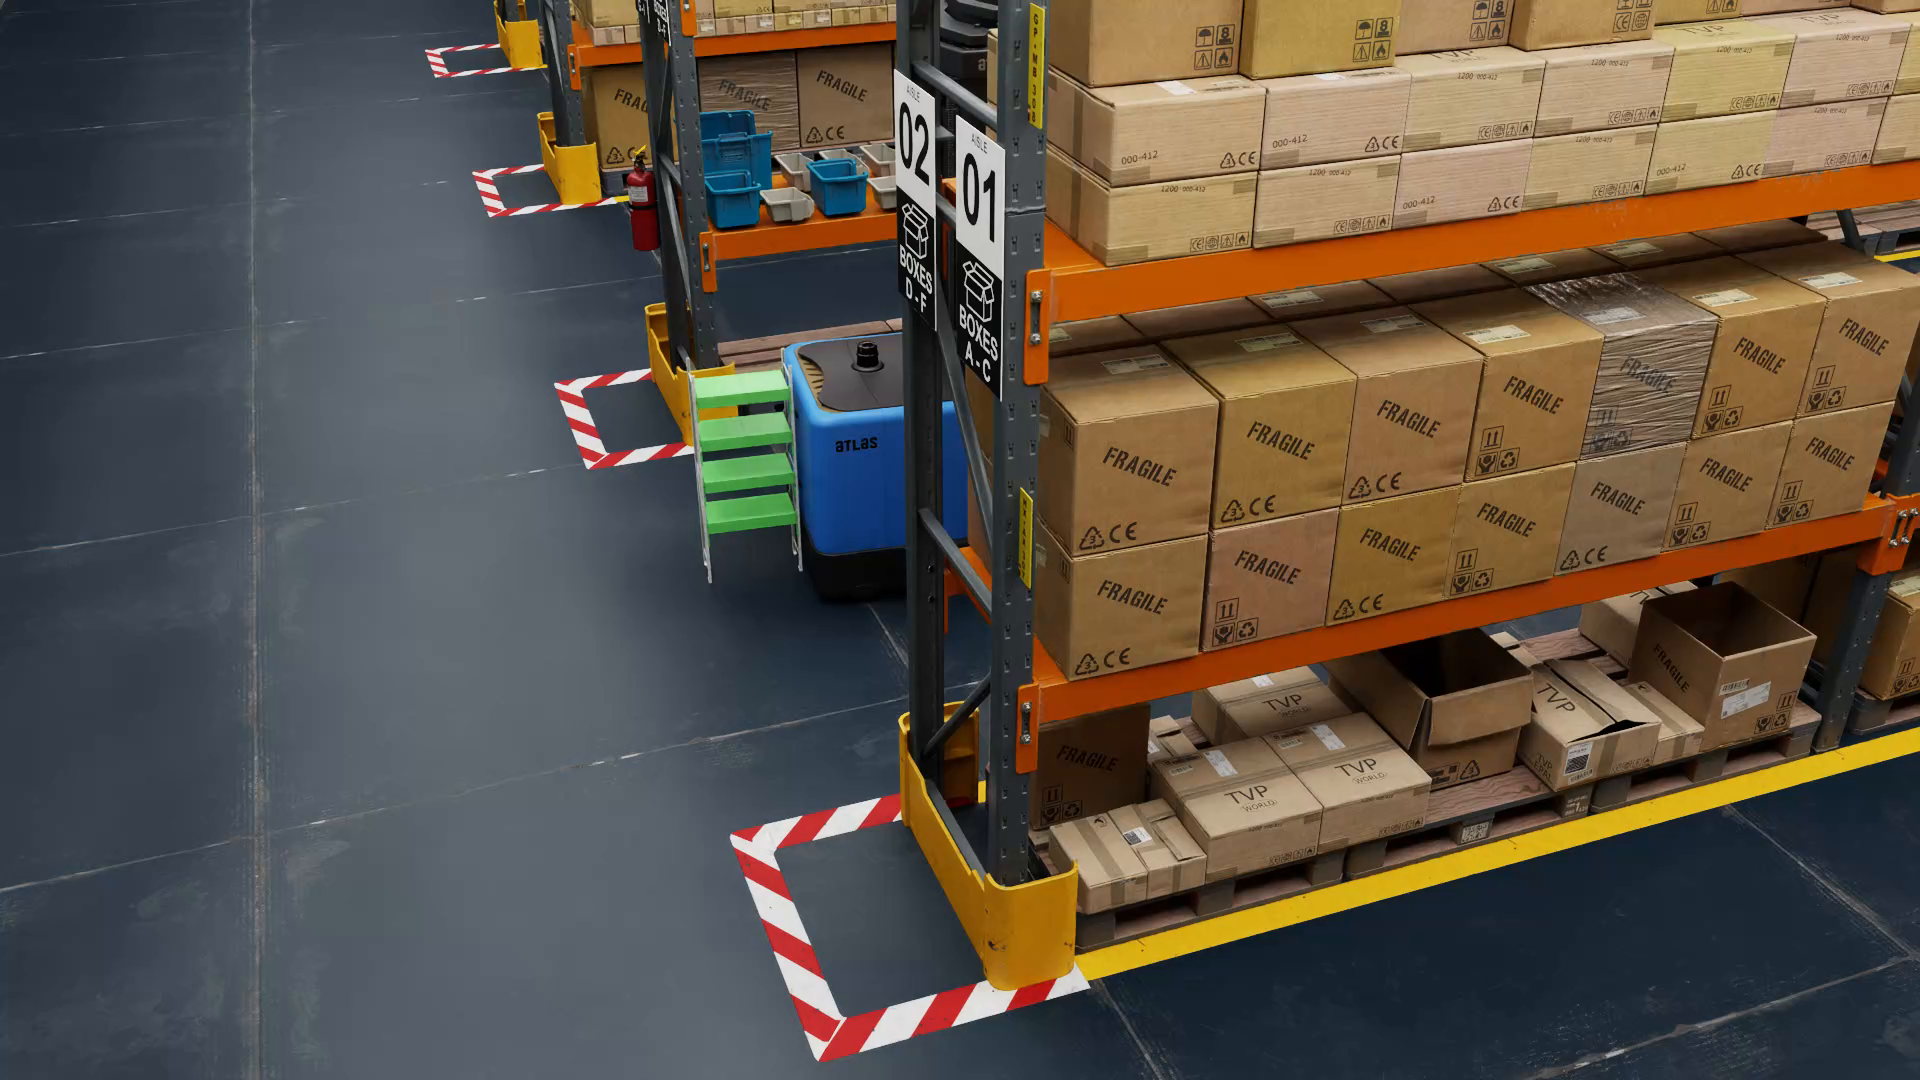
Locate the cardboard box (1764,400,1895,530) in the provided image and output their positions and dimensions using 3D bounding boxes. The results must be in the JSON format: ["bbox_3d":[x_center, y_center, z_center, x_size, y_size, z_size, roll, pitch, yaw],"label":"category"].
[{"bbox_3d":[3.390,-0.410,6.838,0.500,0.500,0.500,-10,31,-17],"label":"cardboard box"}]

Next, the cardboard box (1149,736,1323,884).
[{"bbox_3d":[1.097,1.074,6.669,0.500,0.250,0.500,-10,31,-18],"label":"cardboard box"}]

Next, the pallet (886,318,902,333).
[{"bbox_3d":[0.224,-1.302,11.322,1.213,0.211,1.003,-10,31,-18],"label":"pallet"}]

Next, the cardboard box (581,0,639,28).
[{"bbox_3d":[-2.887,-4.500,13.969,0.500,0.250,0.500,-11,32,-19],"label":"cardboard box"}]

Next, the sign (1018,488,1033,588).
[{"bbox_3d":[0.209,-0.006,5.356,0.005,0.325,0.100,-10,31,-18],"label":"sign"}]

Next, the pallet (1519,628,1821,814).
[{"bbox_3d":[3.125,0.758,7.707,1.213,0.211,1.003,-10,31,-18],"label":"pallet"}]

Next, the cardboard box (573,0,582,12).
[{"bbox_3d":[-3.069,-4.749,14.406,0.500,0.250,0.500,-11,31,-18],"label":"cardboard box"}]

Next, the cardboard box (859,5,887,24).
[{"bbox_3d":[-0.818,-4.677,14.683,0.250,0.149,0.380,-10,31,-17],"label":"cardboard box"}]

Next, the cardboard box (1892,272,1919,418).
[{"bbox_3d":[4.291,-0.776,7.056,0.500,0.500,0.700,-22,37,-34],"label":"cardboard box"}]

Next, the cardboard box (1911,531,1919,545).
[{"bbox_3d":[4.803,0.255,7.852,0.500,0.500,0.500,-10,31,-17],"label":"cardboard box"}]

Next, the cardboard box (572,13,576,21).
[{"bbox_3d":[-4.209,-5.862,18.665,0.250,0.149,0.380,-11,31,-18],"label":"cardboard box"}]

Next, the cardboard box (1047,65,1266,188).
[{"bbox_3d":[0.592,-1.305,5.126,0.500,0.250,0.500,-10,31,-18],"label":"cardboard box"}]

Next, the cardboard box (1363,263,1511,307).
[{"bbox_3d":[1.780,-0.832,6.568,0.500,0.500,0.500,-9,31,-16],"label":"cardboard box"}]

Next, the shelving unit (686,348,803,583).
[{"bbox_3d":[-1.120,-0.379,8.703,0.503,1.200,0.258,-7,30,-13],"label":"shelving unit"}]

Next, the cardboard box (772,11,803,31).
[{"bbox_3d":[-1.542,-4.543,14.448,0.250,0.149,0.380,-11,32,-19],"label":"cardboard box"}]

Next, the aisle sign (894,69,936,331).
[{"bbox_3d":[-0.151,-1.141,5.597,0.004,0.787,0.394,-10,31,-18],"label":"aisle sign"}]

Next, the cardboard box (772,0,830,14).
[{"bbox_3d":[-1.442,-4.770,14.444,0.500,0.250,0.500,-11,31,-19],"label":"cardboard box"}]

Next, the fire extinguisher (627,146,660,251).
[{"bbox_3d":[-2.003,-2.169,10.482,0.183,0.674,0.296,-10,31,-18],"label":"fire extinguisher"}]

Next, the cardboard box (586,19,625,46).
[{"bbox_3d":[-2.983,-4.277,13.981,0.250,0.149,0.380,-10,31,-17],"label":"cardboard box"}]

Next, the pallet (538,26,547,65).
[{"bbox_3d":[-4.221,-5.722,19.080,1.213,0.211,1.003,-10,31,-18],"label":"pallet"}]

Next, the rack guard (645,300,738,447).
[{"bbox_3d":[-1.722,-1.084,10.648,0.348,0.500,1.175,-10,31,-18],"label":"rack guard"}]

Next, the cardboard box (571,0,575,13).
[{"bbox_3d":[-4.240,-6.035,18.668,0.250,0.149,0.380,-10,31,-17],"label":"cardboard box"}]

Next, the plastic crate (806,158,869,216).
[{"bbox_3d":[-0.740,-2.137,10.079,0.300,0.233,0.416,-10,31,-18],"label":"plastic crate"}]

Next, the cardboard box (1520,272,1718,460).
[{"bbox_3d":[2.434,-0.666,6.277,0.500,0.500,0.500,-10,31,-17],"label":"cardboard box"}]

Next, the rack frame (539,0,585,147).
[{"bbox_3d":[-3.431,-4.478,14.080,0.127,3.000,1.000,-10,31,-18],"label":"rack frame"}]

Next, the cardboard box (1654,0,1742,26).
[{"bbox_3d":[2.342,-2.142,5.838,0.500,0.500,0.700,-10,31,-18],"label":"cardboard box"}]

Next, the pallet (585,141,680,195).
[{"bbox_3d":[-2.709,-3.441,15.076,1.213,0.211,1.003,-10,31,-18],"label":"pallet"}]

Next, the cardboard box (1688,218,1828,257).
[{"bbox_3d":[3.229,-1.099,7.038,0.500,0.500,0.500,-10,31,-16],"label":"cardboard box"}]

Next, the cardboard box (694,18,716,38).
[{"bbox_3d":[-2.259,-4.412,14.218,0.250,0.149,0.380,-11,31,-18],"label":"cardboard box"}]

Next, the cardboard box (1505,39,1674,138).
[{"bbox_3d":[2.000,-1.561,5.577,0.500,0.250,0.500,-10,31,-18],"label":"cardboard box"}]

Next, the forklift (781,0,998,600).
[{"bbox_3d":[0.604,-1.351,8.660,3.031,2.935,1.130,-7,30,-13],"label":"forklift"}]

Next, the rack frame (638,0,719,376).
[{"bbox_3d":[-1.704,-2.180,10.047,0.127,3.000,1.000,-10,31,-18],"label":"rack frame"}]

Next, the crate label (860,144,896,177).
[{"bbox_3d":[-0.473,-2.419,10.672,0.243,0.136,0.396,-10,31,-18],"label":"crate label"}]

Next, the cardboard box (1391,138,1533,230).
[{"bbox_3d":[1.531,-1.258,5.549,0.500,0.250,0.500,-10,31,-18],"label":"cardboard box"}]

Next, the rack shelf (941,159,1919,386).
[{"bbox_3d":[1.895,-1.217,6.053,4.000,0.370,1.077,-10,31,-18],"label":"rack shelf"}]

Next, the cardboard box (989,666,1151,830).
[{"bbox_3d":[0.444,0.805,6.887,0.500,0.500,0.500,-10,31,-18],"label":"cardboard box"}]

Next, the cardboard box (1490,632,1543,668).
[{"bbox_3d":[2.493,0.594,7.595,0.250,0.166,0.380,-10,31,-18],"label":"cardboard box"}]

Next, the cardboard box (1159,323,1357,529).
[{"bbox_3d":[1.015,-0.407,5.824,0.500,0.500,0.500,-10,31,-17],"label":"cardboard box"}]

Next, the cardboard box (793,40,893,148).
[{"bbox_3d":[-1.172,-4.196,15.306,0.875,0.875,0.875,-10,31,-18],"label":"cardboard box"}]

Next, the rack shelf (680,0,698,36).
[{"bbox_3d":[0.171,-3.516,10.088,4.000,0.370,1.077,-10,31,-18],"label":"rack shelf"}]

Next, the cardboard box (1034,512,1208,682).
[{"bbox_3d":[0.528,0.121,5.907,0.500,0.500,0.500,-10,31,-17],"label":"cardboard box"}]

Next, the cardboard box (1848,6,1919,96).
[{"bbox_3d":[3.408,-1.817,6.026,0.500,0.250,0.500,-10,31,-18],"label":"cardboard box"}]

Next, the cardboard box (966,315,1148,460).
[{"bbox_3d":[0.341,-0.564,6.098,0.500,0.500,0.500,-11,31,-18],"label":"cardboard box"}]

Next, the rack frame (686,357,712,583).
[{"bbox_3d":[-1.357,-0.349,8.650,0.015,1.200,0.240,-7,30,-13],"label":"rack frame"}]

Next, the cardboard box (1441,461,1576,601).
[{"bbox_3d":[1.950,-0.141,6.367,0.500,0.500,0.500,-10,31,-17],"label":"cardboard box"}]

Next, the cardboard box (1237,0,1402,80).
[{"bbox_3d":[0.994,-1.806,5.248,0.500,0.500,0.700,-10,31,-18],"label":"cardboard box"}]

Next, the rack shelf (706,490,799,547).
[{"bbox_3d":[-1.120,-0.115,8.854,0.480,0.148,0.258,-7,30,-13],"label":"rack shelf"}]

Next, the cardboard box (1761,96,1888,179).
[{"bbox_3d":[2.934,-1.521,6.011,0.500,0.250,0.500,-10,31,-18],"label":"cardboard box"}]

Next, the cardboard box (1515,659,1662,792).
[{"bbox_3d":[2.631,0.765,7.149,0.500,0.311,0.500,-10,31,-18],"label":"cardboard box"}]
